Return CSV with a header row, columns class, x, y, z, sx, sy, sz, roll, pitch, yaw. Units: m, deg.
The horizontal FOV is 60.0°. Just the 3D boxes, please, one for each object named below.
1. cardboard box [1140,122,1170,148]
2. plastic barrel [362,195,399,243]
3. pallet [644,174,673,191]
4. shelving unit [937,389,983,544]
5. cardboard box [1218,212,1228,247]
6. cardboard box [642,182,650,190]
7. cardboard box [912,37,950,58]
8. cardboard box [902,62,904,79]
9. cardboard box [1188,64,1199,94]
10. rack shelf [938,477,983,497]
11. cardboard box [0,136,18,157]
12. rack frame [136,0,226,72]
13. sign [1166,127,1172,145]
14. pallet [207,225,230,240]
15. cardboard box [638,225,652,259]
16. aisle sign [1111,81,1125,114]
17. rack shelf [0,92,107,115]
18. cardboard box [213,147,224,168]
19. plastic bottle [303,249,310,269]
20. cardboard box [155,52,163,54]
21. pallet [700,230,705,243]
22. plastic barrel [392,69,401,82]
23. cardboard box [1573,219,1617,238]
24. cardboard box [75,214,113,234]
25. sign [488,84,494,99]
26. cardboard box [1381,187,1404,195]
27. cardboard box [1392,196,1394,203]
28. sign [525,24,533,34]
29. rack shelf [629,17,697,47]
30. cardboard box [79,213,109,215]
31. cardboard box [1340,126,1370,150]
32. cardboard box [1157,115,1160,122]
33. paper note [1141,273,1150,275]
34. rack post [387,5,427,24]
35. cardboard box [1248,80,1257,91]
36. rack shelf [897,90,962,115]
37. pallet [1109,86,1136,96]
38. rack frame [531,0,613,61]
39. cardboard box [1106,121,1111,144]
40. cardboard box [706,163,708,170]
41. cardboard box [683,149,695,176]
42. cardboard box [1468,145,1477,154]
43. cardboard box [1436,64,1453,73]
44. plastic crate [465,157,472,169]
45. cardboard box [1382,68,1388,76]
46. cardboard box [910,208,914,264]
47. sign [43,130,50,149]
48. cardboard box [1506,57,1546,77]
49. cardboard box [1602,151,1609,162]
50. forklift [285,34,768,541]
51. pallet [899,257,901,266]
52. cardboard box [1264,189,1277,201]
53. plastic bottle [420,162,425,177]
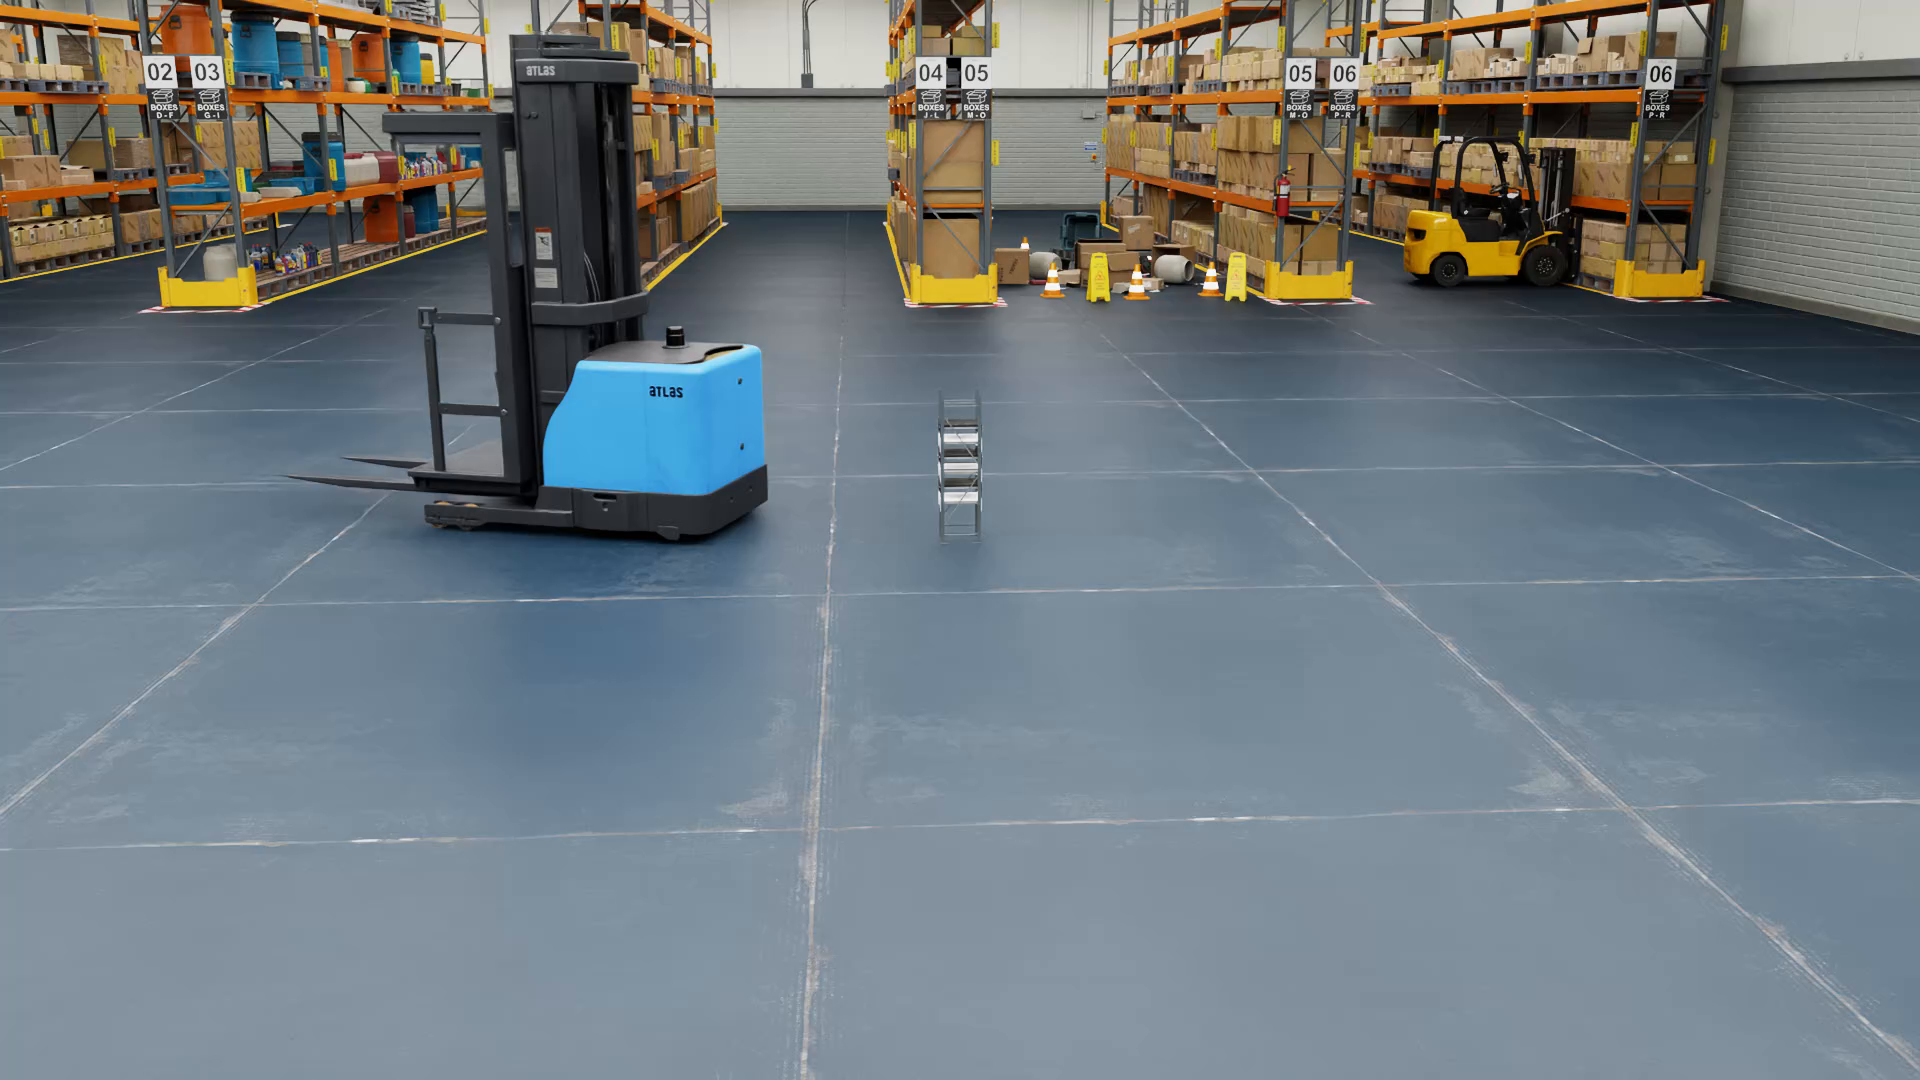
class,x,y,z,sx,sy,sz,roll,pitch,yaw
cardboard box,3.904,-8.092,33.249,0.500,0.500,0.500,-1,14,-4
plastic barrel,-10.529,-5.849,30.251,0.600,0.830,0.708,-1,14,-3
pallet,-5.193,-5.756,26.763,1.003,0.211,1.213,-1,14,-3
shelving unit,0.000,-0.438,9.922,0.258,0.900,0.210,-1,14,-3
cardboard box,4.367,-4.894,26.197,0.500,0.500,0.500,0,14,-1
cardboard box,-4.978,-5.424,25.591,0.380,0.149,0.250,-1,14,-3
cardboard box,-0.395,-6.607,22.325,0.500,0.250,0.500,-1,14,-3
cardboard box,-0.756,-8.181,28.918,0.500,0.311,0.500,-1,14,-3
cardboard box,4.401,-8.070,29.150,0.700,0.500,0.500,-1,14,-3
rack shelf,0.000,-0.318,9.953,0.258,0.077,0.200,-1,14,-3
cardboard box,-20.768,-8.249,35.467,0.980,0.700,0.700,-1,14,-4
rack frame,-9.986,-7.491,21.081,1.000,3.000,0.127,-1,14,-3
sign,3.799,-7.356,30.272,0.100,0.325,0.005,-1,14,-3
pallet,-15.715,-6.314,34.145,1.003,0.211,1.213,-1,14,-3
cardboard box,-5.307,-4.812,26.843,0.700,0.500,0.500,-2,15,-8
aisle sign,3.563,-10.066,37.914,0.394,0.787,0.004,-1,14,-3
rack shelf,-15.302,-7.106,27.050,1.077,0.370,4.000,-1,14,-3
cardboard box,-15.468,-7.801,34.125,0.500,0.500,0.500,-1,14,-2
plastic bottle,-9.843,-4.234,25.032,0.061,0.283,0.133,0,14,0
cardboard box,-15.716,-9.121,32.191,0.600,0.600,0.600,-2,15,-9
pallet,-5.663,-6.105,33.331,1.003,0.211,1.213,-1,14,-3
plastic barrel,-10.318,-8.423,30.192,0.294,0.245,0.294,0,14,0
cardboard box,9.384,-4.610,24.594,0.500,0.250,0.500,-1,14,-3
cardboard box,-15.148,-5.516,28.996,0.500,0.311,0.500,-1,14,-2
sign,-10.429,-9.979,36.982,0.100,0.325,0.005,-1,14,-3
cardboard box,8.879,-7.171,34.151,0.380,0.149,0.250,-2,15,-6
cardboard box,8.967,-6.891,33.662,0.380,0.149,0.250,-1,14,-4
sign,-5.598,-6.540,21.627,0.100,0.325,0.005,-1,14,-3
rack shelf,-5.662,-9.512,31.183,1.077,0.370,4.000,-1,14,-3
cardboard box,-15.718,-5.731,30.414,0.500,0.500,0.500,0,14,-1
cardboard box,8.663,-8.816,36.470,0.500,0.500,0.500,-1,14,-2
cardboard box,4.312,-8.792,34.669,0.380,0.149,0.250,-1,14,-3
paper note,2.930,-4.214,26.342,0.148,0.019,0.142,-1,14,-3
rack post,-10.477,-9.732,30.793,0.937,0.300,0.954,1,14,3
cardboard box,4.407,-6.612,24.187,0.380,0.149,0.250,-1,14,-4
rack shelf,-0.458,-7.310,27.841,1.077,0.370,4.000,-1,14,-3
pallet,3.913,-10.019,37.106,1.003,0.211,1.213,-1,14,-3
rack frame,-5.043,-7.567,21.378,1.000,3.000,0.127,-1,14,-3
cardboard box,3.602,-9.203,37.567,0.500,0.500,0.500,-1,14,-5
cardboard box,-5.553,-7.926,35.314,0.380,0.149,0.250,-1,14,-3
cardboard box,-5.422,-7.330,32.293,0.500,0.500,0.500,-1,14,-4
cardboard box,9.123,-6.840,29.088,0.380,0.149,0.250,-1,14,-2
cardboard box,8.990,-8.680,30.627,0.380,0.149,0.250,0,14,-2
plastic crate,-10.594,-8.006,35.337,0.416,0.233,0.300,-1,14,-3
cardboard box,8.700,-9.394,33.360,0.380,0.149,0.250,-1,14,-4
cardboard box,-0.305,-4.501,24.921,0.875,0.875,0.875,-1,14,-3
sign,-15.967,-7.011,29.091,0.100,0.325,0.005,-1,14,-3
cardboard box,9.266,-7.725,27.145,0.500,0.311,0.500,-1,14,-5
cardboard box,9.496,-5.527,23.986,0.380,0.149,0.250,-1,14,-4
forklift,-2.815,-1.599,10.360,3.031,2.935,1.130,4,15,15
pallet,-0.536,-4.852,28.462,1.003,0.211,1.213,-1,14,-3
cardboard box,4.485,-4.844,23.338,0.380,0.149,0.250,-1,14,-4
plastic bottle,-10.246,-7.056,31.665,0.061,0.283,0.133,-1,14,-3
